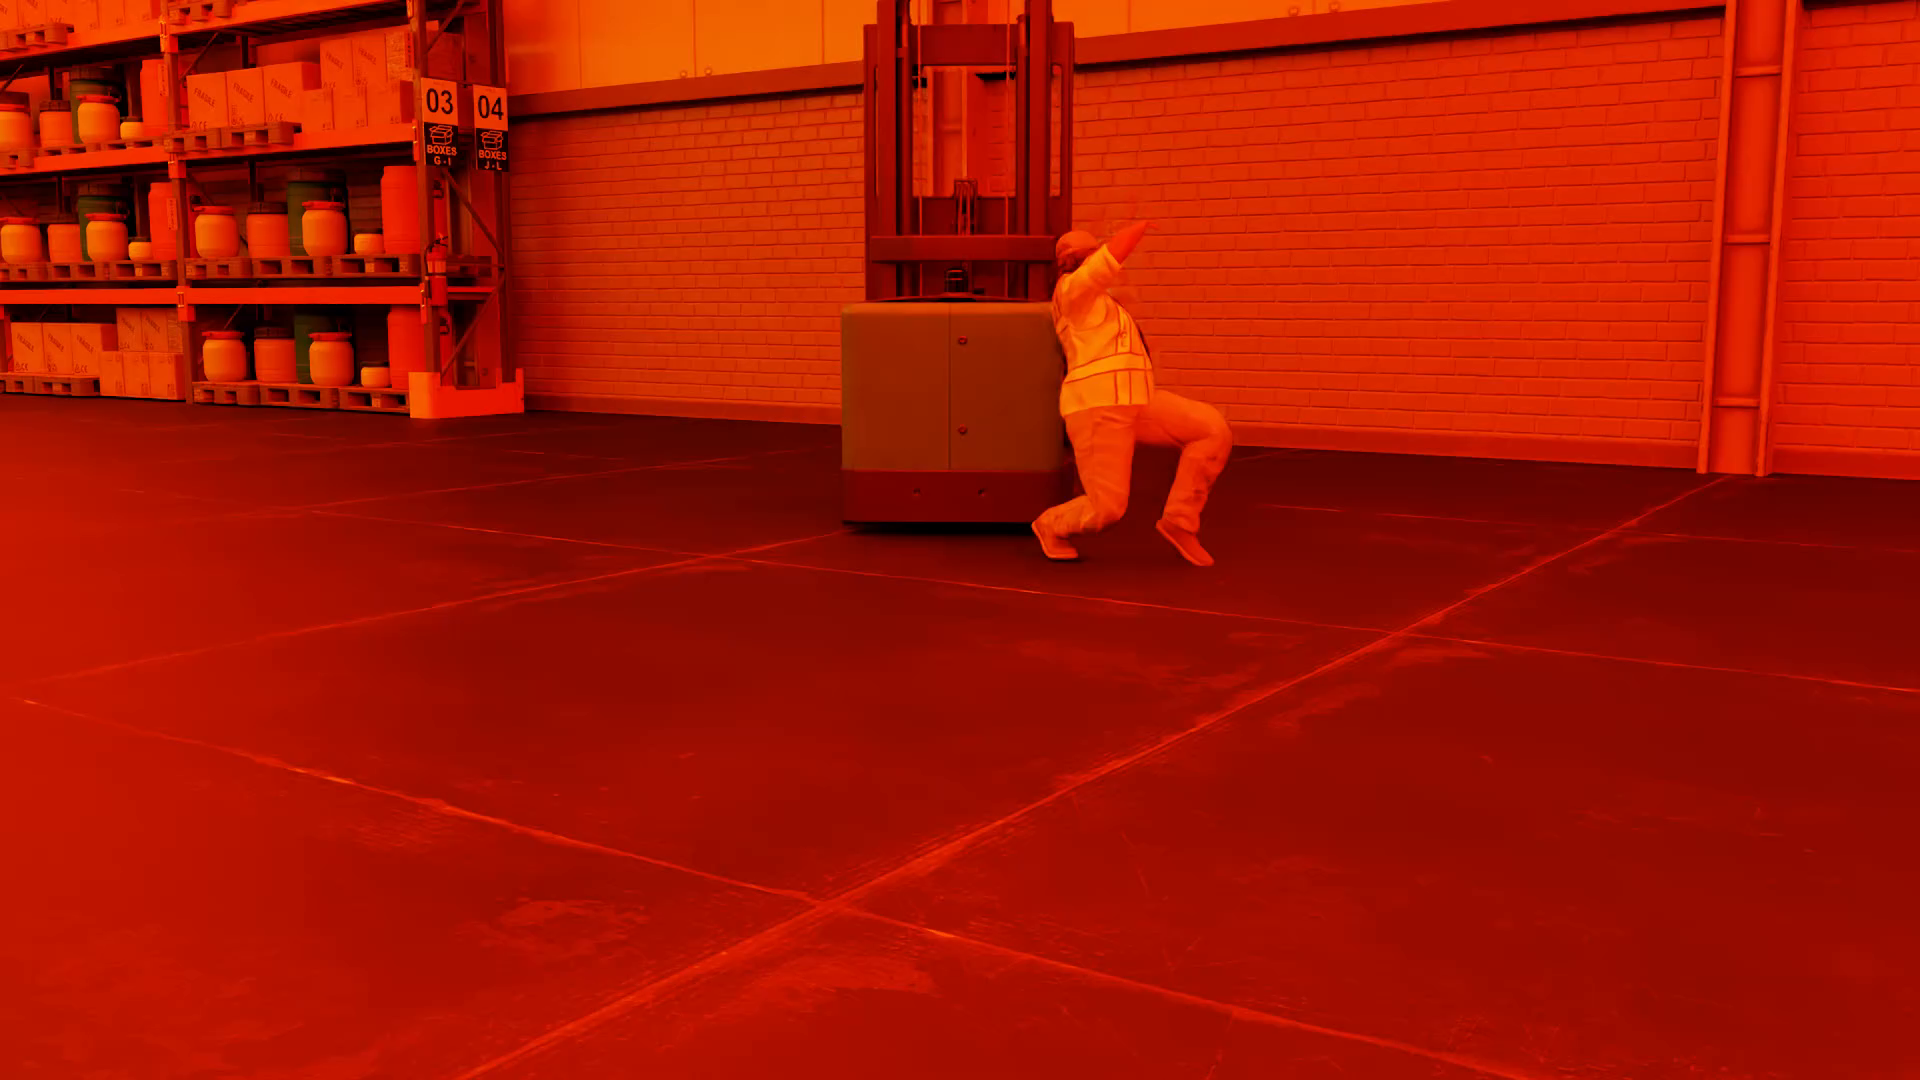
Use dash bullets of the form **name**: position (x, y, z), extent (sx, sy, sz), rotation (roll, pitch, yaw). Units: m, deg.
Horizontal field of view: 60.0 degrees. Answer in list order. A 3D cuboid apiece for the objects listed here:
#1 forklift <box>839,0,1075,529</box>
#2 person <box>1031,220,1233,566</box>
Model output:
- **forklift**: position (0.063, -1.674, 8.962), extent (1.130, 2.935, 3.031), rotation (1, 8, 4)
- **person**: position (0.798, -0.625, 7.070), extent (0.858, 1.440, 1.005), rotation (4, 9, 28)
